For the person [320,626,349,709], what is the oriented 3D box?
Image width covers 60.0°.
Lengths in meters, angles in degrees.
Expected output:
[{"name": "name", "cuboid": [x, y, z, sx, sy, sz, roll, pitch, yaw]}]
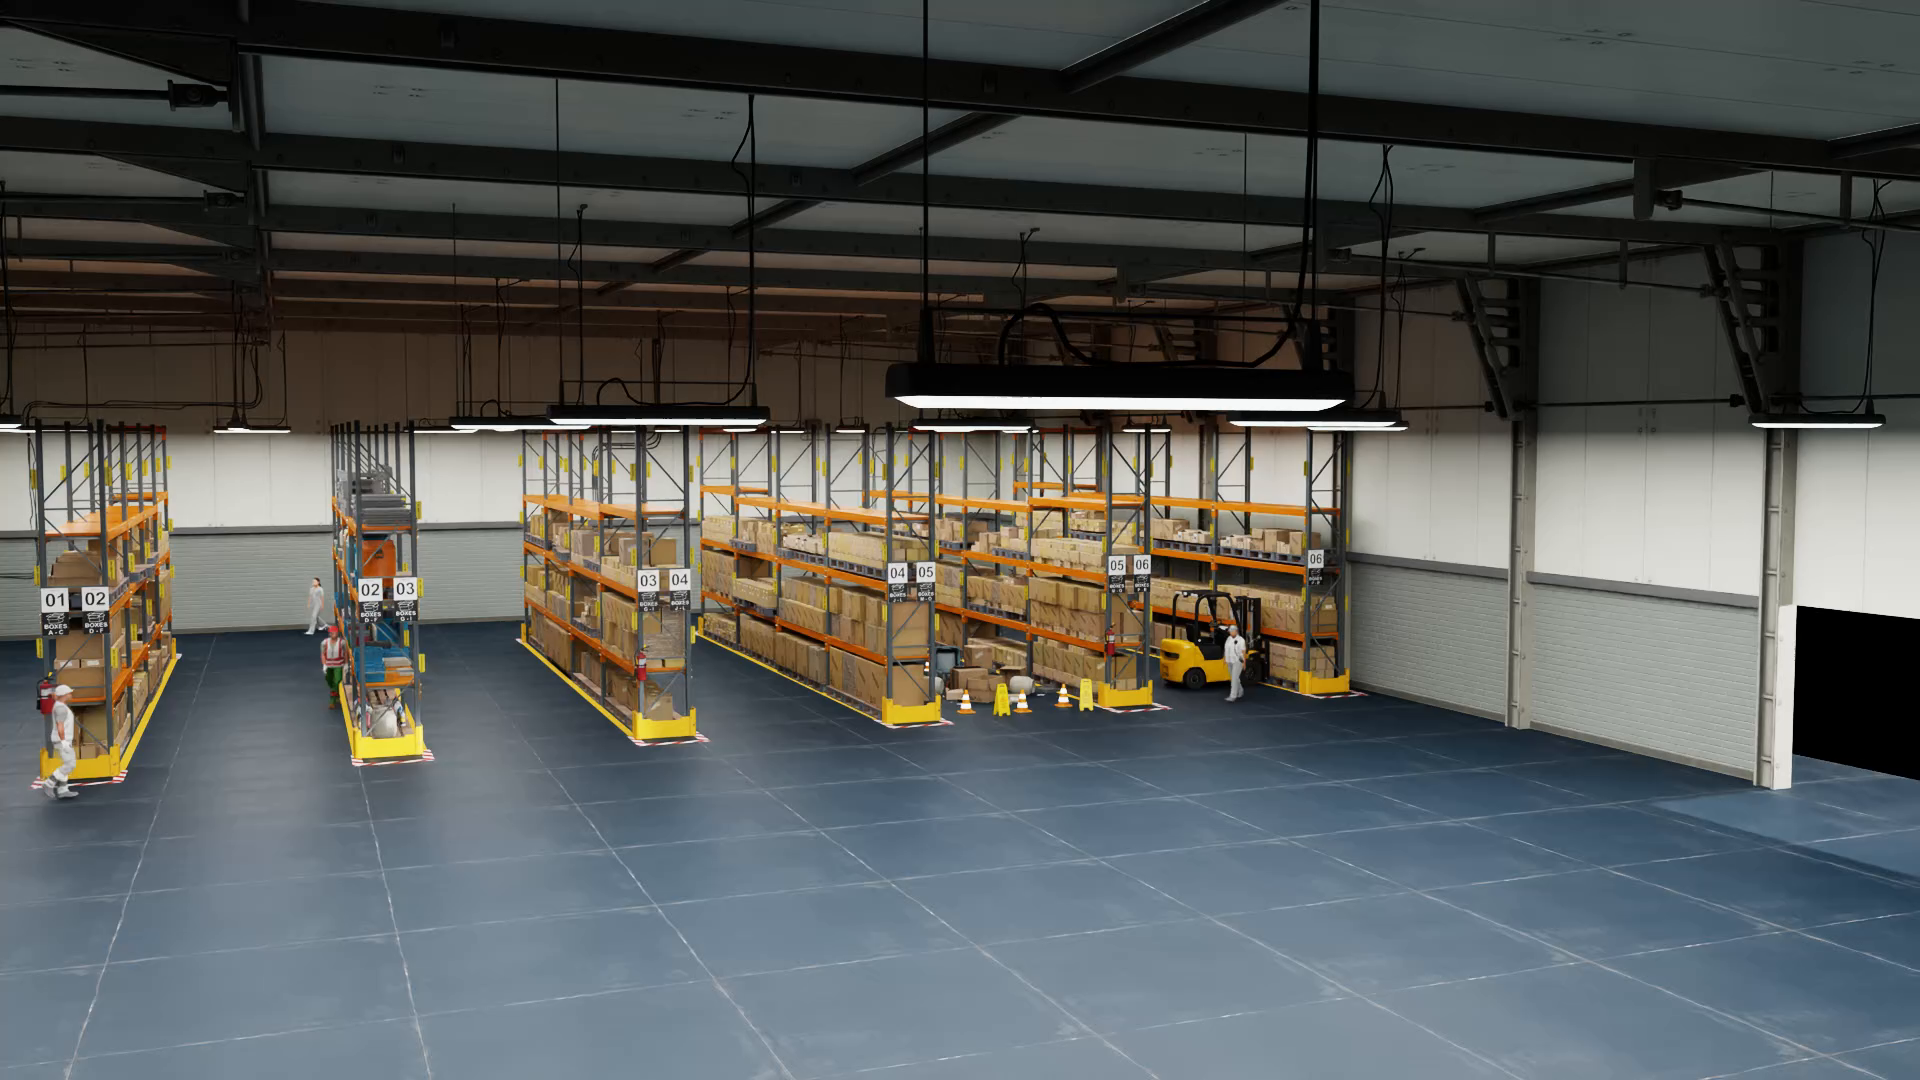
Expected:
[{"name": "person", "cuboid": [-13.184, 2.661, 34.998, 0.530, 1.721, 1.058, 0, 4, -8]}]

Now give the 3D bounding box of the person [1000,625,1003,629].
[{"name": "person", "cuboid": [1.035, 1.855, 46.885, 0.448, 1.468, 0.450, 3, 5, 39]}]

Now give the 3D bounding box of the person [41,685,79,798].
[{"name": "person", "cuboid": [-14.176, 3.176, 26.151, 0.507, 1.789, 0.573, -2, 4, -24]}]

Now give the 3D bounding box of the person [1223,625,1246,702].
[{"name": "person", "cuboid": [5.954, 2.655, 36.047, 0.842, 1.640, 0.478, -3, 4, -37]}]

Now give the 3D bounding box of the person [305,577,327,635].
[{"name": "person", "cuboid": [-18.610, 1.899, 48.110, 0.461, 1.642, 0.958, 1, 4, 18]}]
